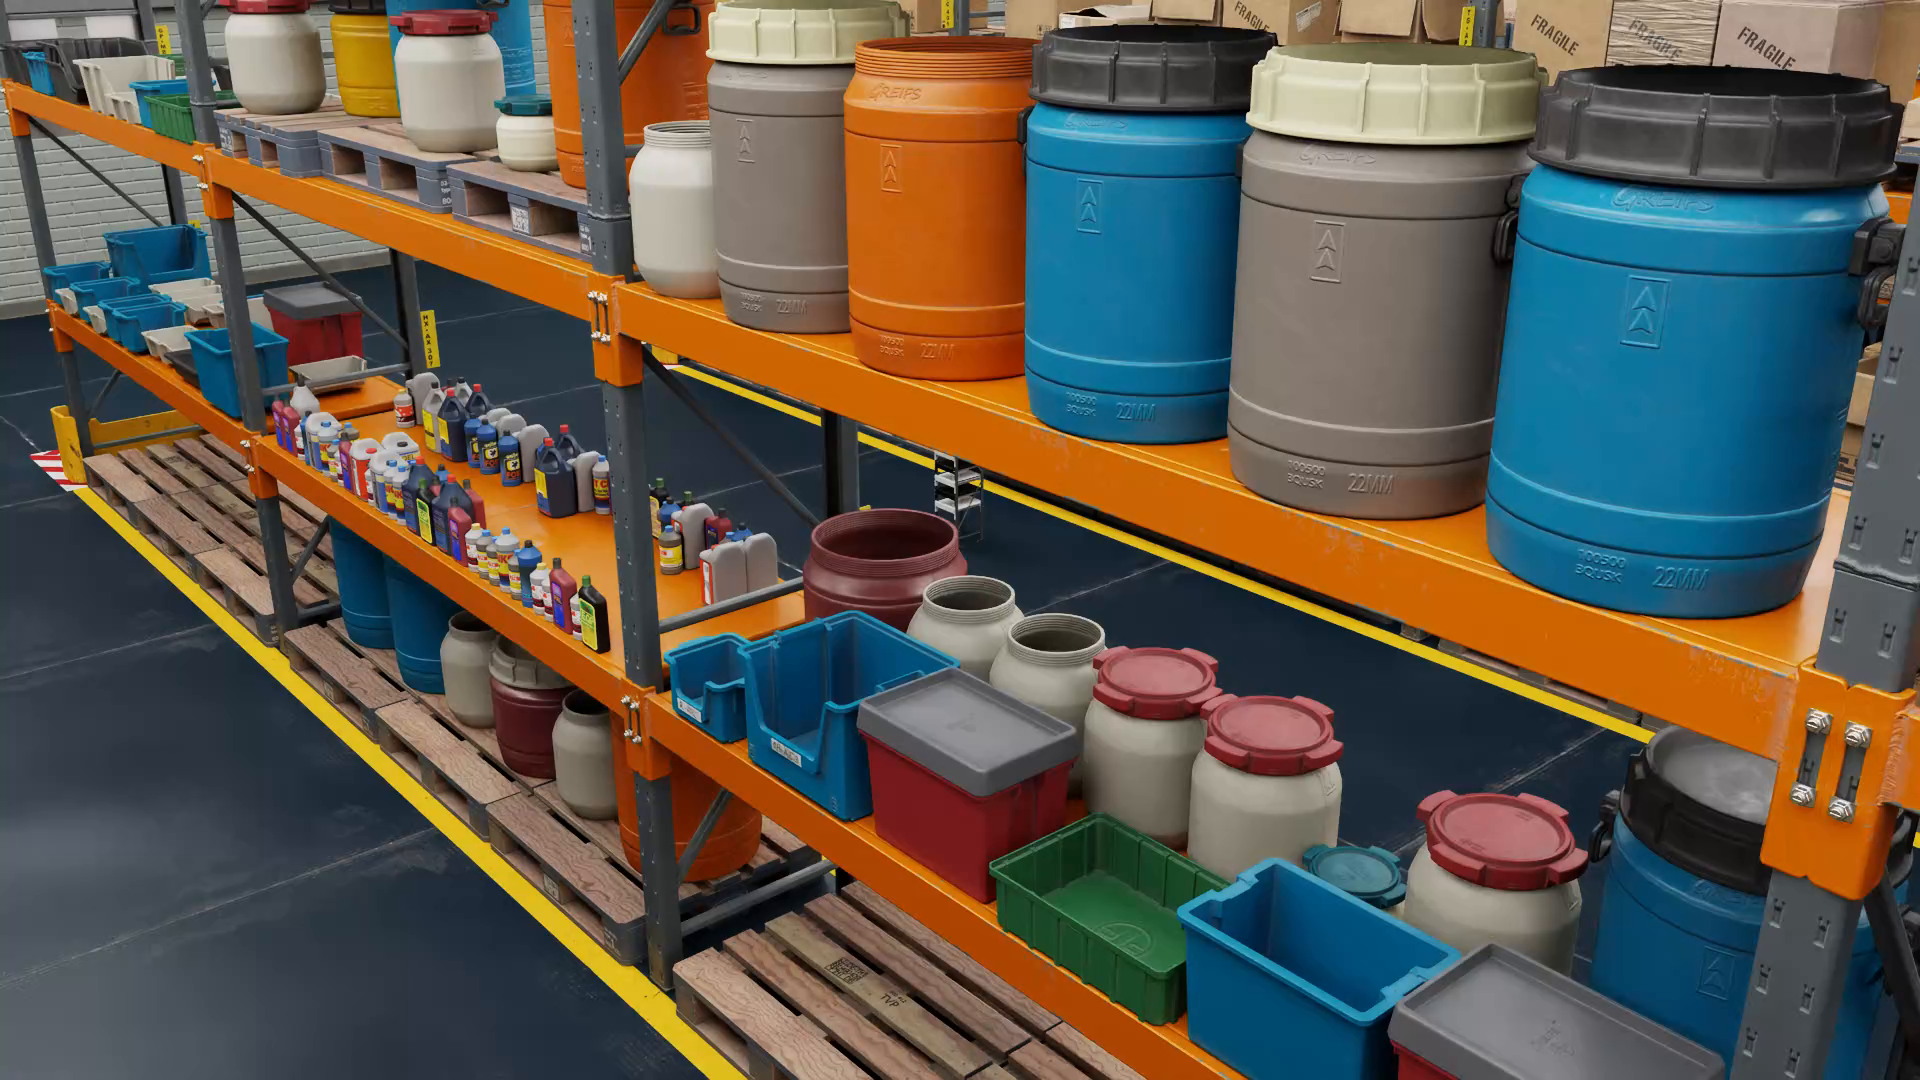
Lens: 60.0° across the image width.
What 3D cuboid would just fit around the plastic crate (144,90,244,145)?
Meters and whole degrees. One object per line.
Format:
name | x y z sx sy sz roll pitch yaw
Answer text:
plastic crate | -3.921 -2.213 8.699 0.450 0.188 0.662 -17 27 -37

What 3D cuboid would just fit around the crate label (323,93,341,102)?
crate label | -3.516 -2.348 9.114 0.293 0.136 0.466 -17 27 -37

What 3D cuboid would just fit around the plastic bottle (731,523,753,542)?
plastic bottle | -0.897 0.060 6.895 0.097 0.271 0.097 0 21 0

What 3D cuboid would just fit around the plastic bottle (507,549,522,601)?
plastic bottle | -1.794 0.137 6.795 0.097 0.201 0.097 0 21 0

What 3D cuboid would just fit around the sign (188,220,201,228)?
sign | -5.620 -2.187 12.230 0.100 0.325 0.005 -17 27 -37

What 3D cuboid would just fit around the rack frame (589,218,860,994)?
rack frame | -0.804 0.235 6.271 1.000 3.000 0.127 -17 27 -37

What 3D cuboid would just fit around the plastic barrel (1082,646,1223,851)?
plastic barrel | 0.587 0.638 5.056 0.433 0.535 0.433 0 21 0

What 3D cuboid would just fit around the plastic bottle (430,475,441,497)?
plastic bottle | -2.299 -0.139 7.386 0.061 0.283 0.133 -17 27 -37

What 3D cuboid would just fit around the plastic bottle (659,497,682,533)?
plastic bottle | -1.245 -0.053 7.184 0.097 0.271 0.097 0 21 0

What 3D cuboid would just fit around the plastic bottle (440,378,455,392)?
plastic bottle | -2.728 -0.731 8.897 0.061 0.283 0.133 -17 27 -37

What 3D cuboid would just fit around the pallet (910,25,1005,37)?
pallet | -0.189 -3.633 12.156 1.003 0.211 1.213 -17 27 -37

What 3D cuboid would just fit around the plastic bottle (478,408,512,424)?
plastic bottle | -2.345 -0.540 8.420 0.152 0.276 0.135 -17 27 -37

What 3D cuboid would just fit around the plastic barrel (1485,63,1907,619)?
plastic barrel | 1.310 -0.379 3.038 0.600 0.901 0.708 -17 27 -37

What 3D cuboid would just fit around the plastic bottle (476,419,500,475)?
plastic bottle | -2.340 -0.466 8.237 0.097 0.271 0.097 0 21 0

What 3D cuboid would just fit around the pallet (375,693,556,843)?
pallet | -2.143 0.989 8.171 1.003 0.211 1.213 -17 27 -37

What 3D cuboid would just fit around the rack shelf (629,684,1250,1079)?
rack shelf | 0.501 1.123 4.991 1.077 0.370 4.000 -17 27 -37

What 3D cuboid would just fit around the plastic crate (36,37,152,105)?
plastic crate | -5.237 -2.856 10.134 0.504 0.338 0.767 -17 27 -37

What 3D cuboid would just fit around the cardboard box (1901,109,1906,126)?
cardboard box | 4.104 -1.925 7.878 0.500 0.250 0.500 -17 27 -36

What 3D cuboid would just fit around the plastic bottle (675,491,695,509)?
plastic bottle | -1.197 -0.083 7.243 0.061 0.283 0.133 -17 27 -37

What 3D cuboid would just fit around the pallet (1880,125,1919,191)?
pallet | 4.557 -1.630 7.177 1.213 0.211 1.003 -17 27 -37

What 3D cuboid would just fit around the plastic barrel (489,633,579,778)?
plastic barrel | -1.874 0.719 7.766 0.600 0.588 0.708 -17 27 -37

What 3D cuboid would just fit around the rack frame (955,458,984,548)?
rack frame | 0.061 -0.393 10.754 0.240 0.900 0.006 -17 27 -37

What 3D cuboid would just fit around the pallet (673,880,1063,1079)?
pallet | -0.328 1.757 6.210 1.003 0.211 1.213 -17 27 -37

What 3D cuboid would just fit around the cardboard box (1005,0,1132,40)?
cardboard box | 0.723 -3.530 11.058 0.700 0.500 0.500 -17 27 -36

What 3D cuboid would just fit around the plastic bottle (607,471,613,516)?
plastic bottle | -1.562 -0.237 7.637 0.061 0.283 0.133 -17 27 -37

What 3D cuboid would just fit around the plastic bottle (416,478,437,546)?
plastic bottle | -2.345 -0.125 7.349 0.061 0.283 0.133 -17 27 -37

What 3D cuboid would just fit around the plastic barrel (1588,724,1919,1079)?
plastic barrel | 1.784 0.928 3.815 0.600 0.901 0.708 -17 27 -37

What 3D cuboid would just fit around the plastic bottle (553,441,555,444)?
plastic bottle | -1.921 -0.389 8.025 0.061 0.283 0.133 -17 27 -37

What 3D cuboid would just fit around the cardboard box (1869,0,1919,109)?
cardboard box | 4.103 -2.268 7.727 0.500 0.500 0.500 -17 27 -37

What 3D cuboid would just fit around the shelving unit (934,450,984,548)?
shelving unit | -0.005 -0.421 10.826 0.258 0.900 0.210 -17 27 -37

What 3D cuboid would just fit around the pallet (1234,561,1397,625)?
pallet | 2.490 0.119 10.392 1.003 0.211 1.213 -17 27 -37

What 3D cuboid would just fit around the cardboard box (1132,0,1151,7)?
cardboard box | 1.989 -5.303 16.502 0.500 0.250 0.500 -16 27 -36

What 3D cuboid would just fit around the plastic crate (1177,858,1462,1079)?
plastic crate | 0.851 1.117 4.041 0.392 0.384 0.575 -17 27 -37

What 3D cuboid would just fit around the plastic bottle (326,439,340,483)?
plastic bottle | -3.044 -0.393 8.146 0.097 0.201 0.097 0 21 0

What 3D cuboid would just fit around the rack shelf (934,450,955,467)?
rack shelf | -0.005 -0.558 10.772 0.258 0.077 0.200 -17 27 -37

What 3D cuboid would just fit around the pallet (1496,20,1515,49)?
pallet | 4.483 -4.315 14.033 1.213 0.211 1.003 -17 27 -37

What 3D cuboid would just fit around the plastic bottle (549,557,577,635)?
plastic bottle | -1.542 0.215 6.481 0.061 0.283 0.133 -17 27 -37

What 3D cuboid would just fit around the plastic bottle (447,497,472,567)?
plastic bottle | -2.138 -0.037 7.125 0.061 0.283 0.133 -17 27 -37

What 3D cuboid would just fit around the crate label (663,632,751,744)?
crate label | -0.813 0.519 5.777 0.303 0.233 0.416 -17 27 -37

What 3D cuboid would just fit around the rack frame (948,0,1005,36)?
rack frame | 0.337 -4.843 11.009 1.000 3.000 0.127 -17 27 -37

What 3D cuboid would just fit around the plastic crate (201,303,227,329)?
plastic crate | -4.771 -1.466 10.894 0.298 0.136 0.250 -17 27 -37

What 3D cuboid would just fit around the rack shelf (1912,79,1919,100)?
rack shelf | 8.077 -2.606 10.398 1.077 0.370 4.000 -17 27 -37

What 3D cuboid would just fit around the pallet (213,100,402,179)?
pallet | -2.830 -1.986 8.086 1.213 0.211 1.003 -17 27 -37

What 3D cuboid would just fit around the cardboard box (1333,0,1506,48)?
cardboard box | 2.495 -2.736 9.025 0.797 0.503 0.637 -16 26 -34

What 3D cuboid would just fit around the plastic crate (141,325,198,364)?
plastic crate | -4.780 -1.185 10.175 0.293 0.136 0.466 -17 27 -37

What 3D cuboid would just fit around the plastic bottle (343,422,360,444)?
plastic bottle | -3.081 -0.493 8.402 0.097 0.201 0.097 0 21 0

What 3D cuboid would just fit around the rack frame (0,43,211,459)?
rack frame | -6.026 -1.975 11.914 1.000 3.000 0.127 -17 27 -37

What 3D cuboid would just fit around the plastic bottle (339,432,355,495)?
plastic bottle | -2.919 -0.368 7.969 0.061 0.283 0.133 -17 27 -37

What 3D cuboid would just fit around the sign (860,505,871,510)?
sign | -0.392 0.026 6.581 0.100 0.325 0.005 -17 27 -37

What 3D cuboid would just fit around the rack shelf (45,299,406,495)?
rack shelf | -4.721 -1.088 10.635 1.077 0.370 4.000 -17 27 -37

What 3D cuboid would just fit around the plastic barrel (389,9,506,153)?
plastic barrel | -2.076 -1.874 6.782 0.433 0.535 0.433 0 21 0

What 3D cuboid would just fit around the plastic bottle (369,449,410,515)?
plastic bottle | -2.646 -0.274 7.740 0.152 0.276 0.135 -17 27 -37

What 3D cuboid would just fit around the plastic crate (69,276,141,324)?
plastic crate | -5.685 -1.597 11.095 0.416 0.233 0.300 -17 27 -37

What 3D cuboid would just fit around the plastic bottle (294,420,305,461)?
plastic bottle | -3.323 -0.510 8.446 0.097 0.201 0.097 0 21 0

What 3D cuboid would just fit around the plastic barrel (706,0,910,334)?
plastic barrel | -0.433 -1.117 4.921 0.600 0.901 0.600 0 21 0
